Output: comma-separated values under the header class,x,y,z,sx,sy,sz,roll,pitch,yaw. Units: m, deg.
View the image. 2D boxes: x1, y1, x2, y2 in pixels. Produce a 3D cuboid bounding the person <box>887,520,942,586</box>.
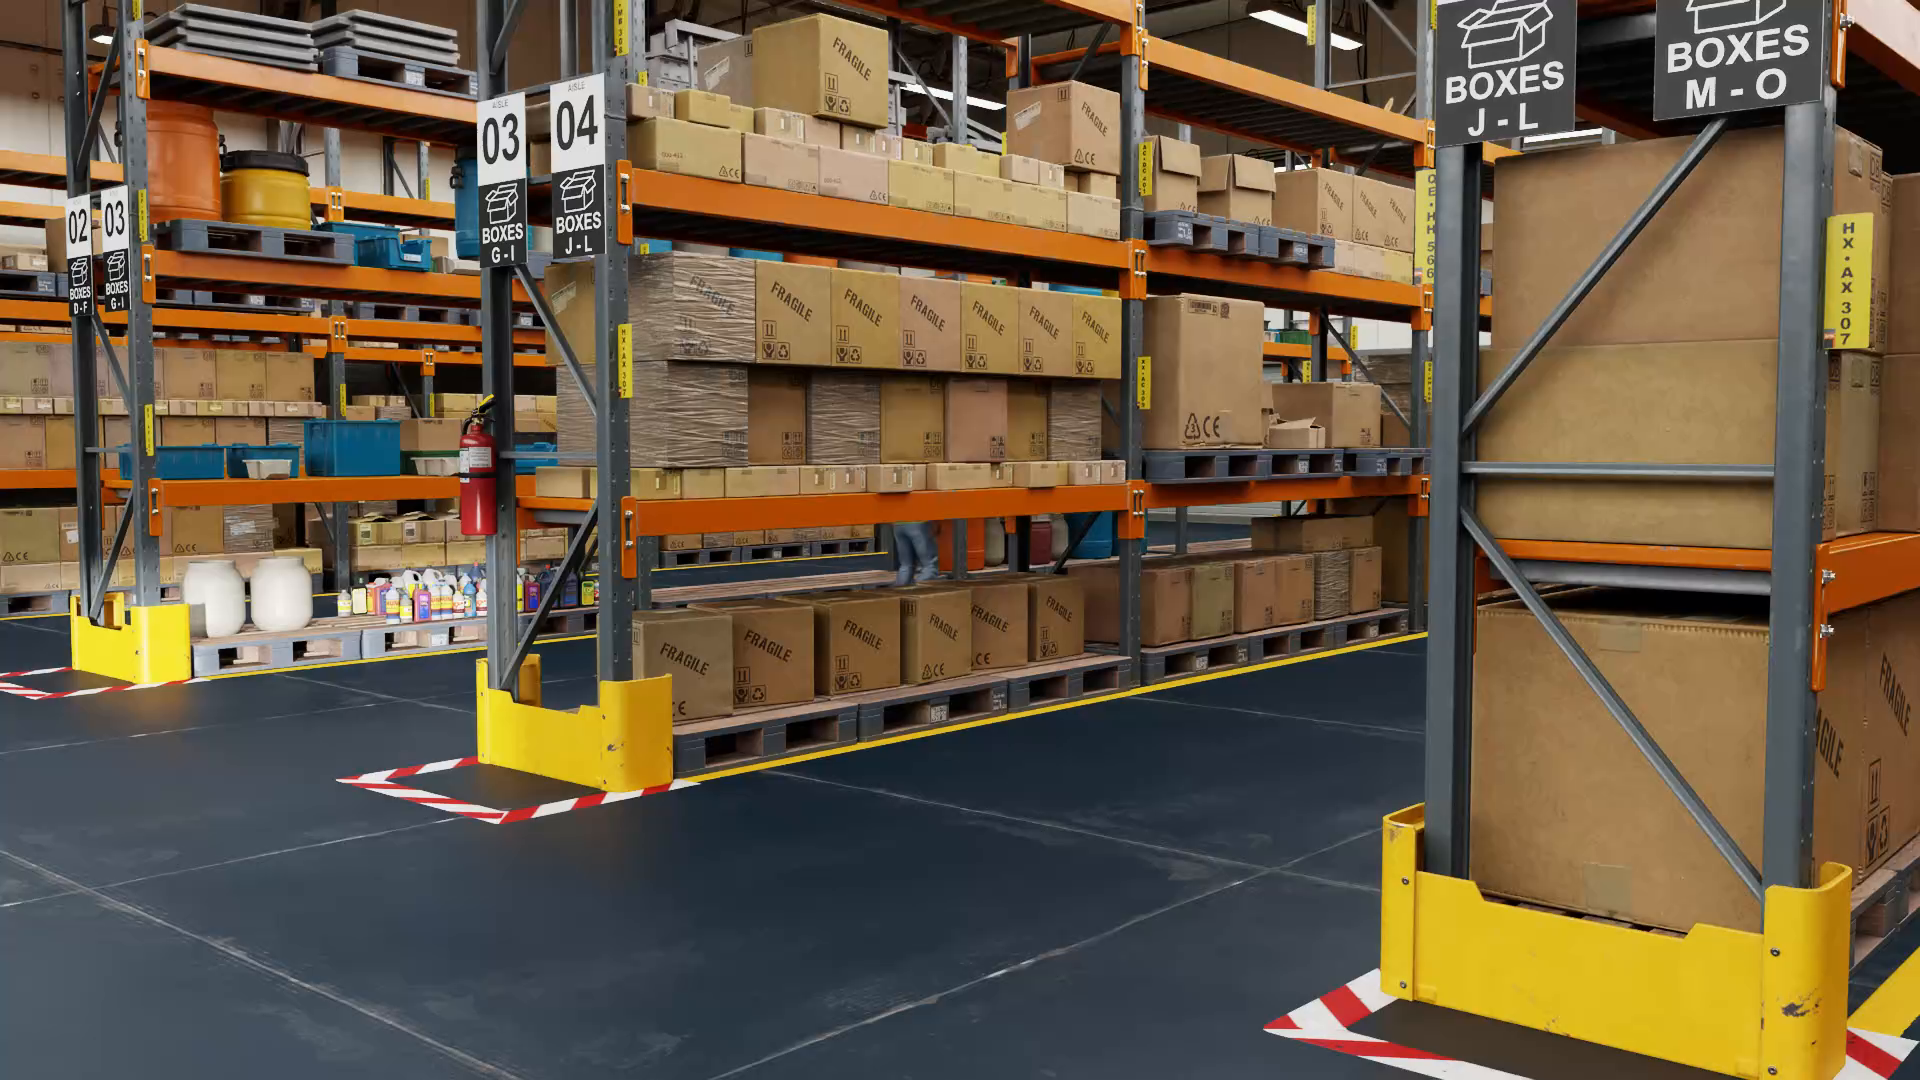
class,x,y,z,sx,sy,sz,roll,pitch,yaw
person,-0.396,-0.148,14.355,0.591,1.717,0.453,3,5,42
